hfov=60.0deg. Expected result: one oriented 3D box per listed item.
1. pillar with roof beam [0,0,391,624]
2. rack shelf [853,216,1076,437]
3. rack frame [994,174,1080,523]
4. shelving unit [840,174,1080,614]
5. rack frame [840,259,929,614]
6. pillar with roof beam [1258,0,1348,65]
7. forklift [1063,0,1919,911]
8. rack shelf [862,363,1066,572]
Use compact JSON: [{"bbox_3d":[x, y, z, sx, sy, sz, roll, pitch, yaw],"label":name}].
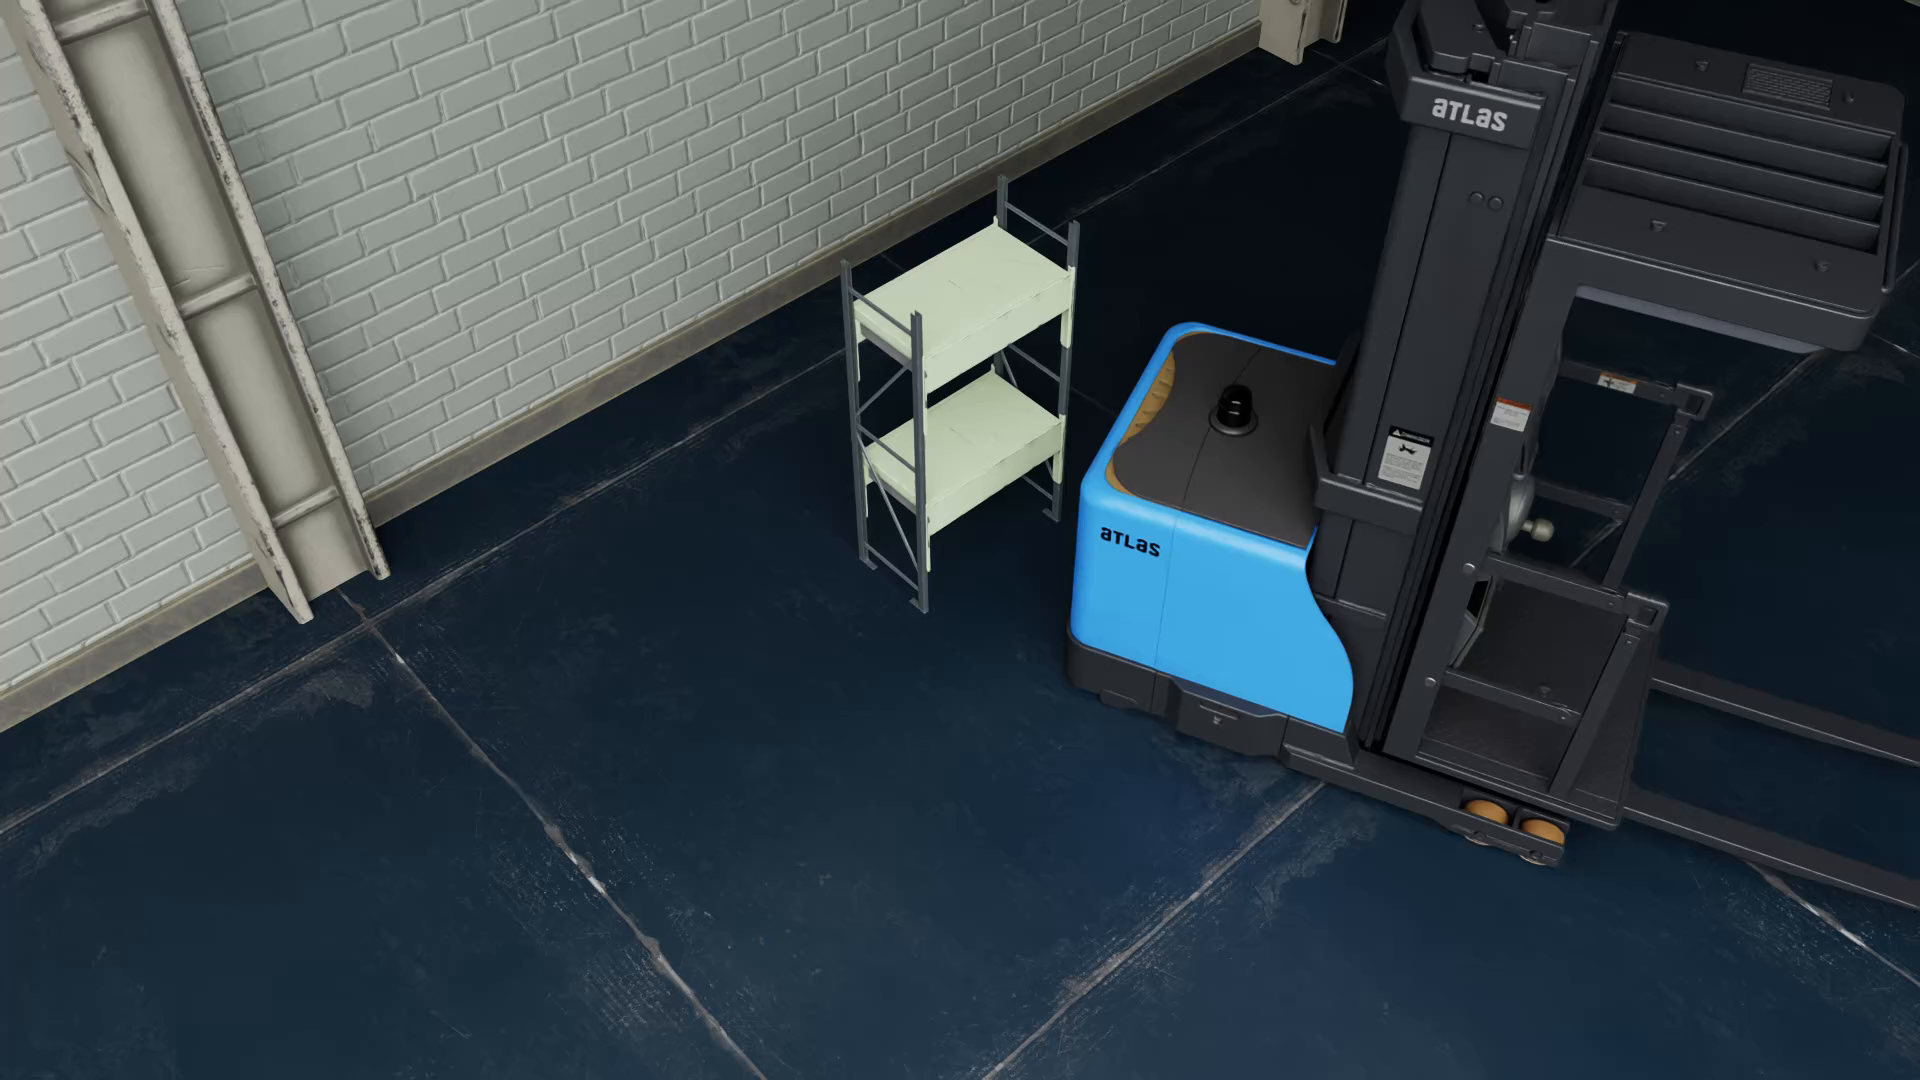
[{"bbox_3d":[0.365,-0.561,1.197,0.400,9.000,9.100,-34,56,-27],"label":"pillar with roof beam"},{"bbox_3d":[0.005,-0.777,5.968,0.720,0.370,0.431,-34,56,-27],"label":"rack shelf"},{"bbox_3d":[0.276,-0.693,6.422,0.023,1.500,0.400,-34,56,-27],"label":"rack frame"},{"bbox_3d":[0.005,-0.512,6.255,0.755,1.500,0.431,-34,56,-27],"label":"shelving unit"},{"bbox_3d":[-0.266,-0.331,6.088,0.023,1.500,0.400,-34,56,-27],"label":"rack frame"},{"bbox_3d":[4.805,-3.527,3.935,0.400,9.000,9.100,-34,56,-27],"label":"pillar with roof beam"},{"bbox_3d":[1.949,-0.318,5.102,3.031,2.935,1.130,18,50,16],"label":"forklift"},{"bbox_3d":[0.005,-0.291,6.495,0.720,0.370,0.431,-34,56,-27],"label":"rack shelf"}]
